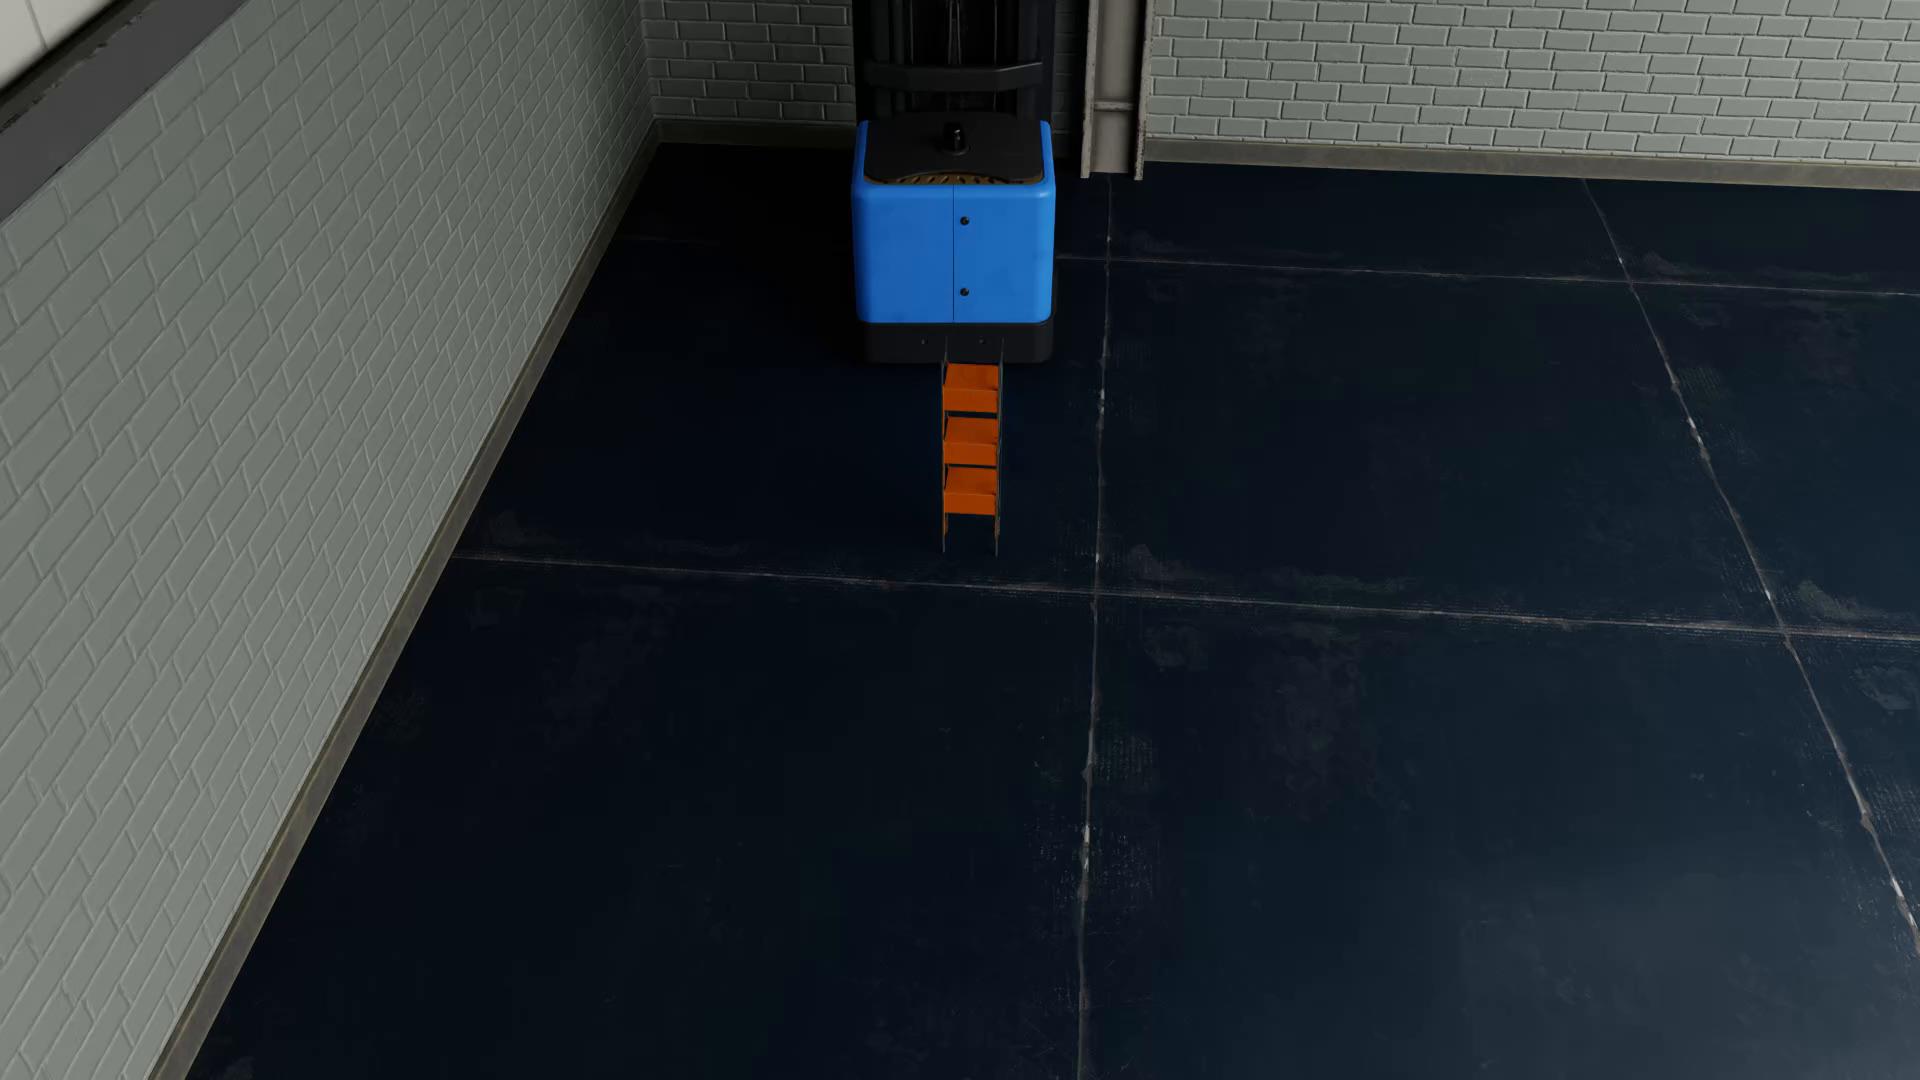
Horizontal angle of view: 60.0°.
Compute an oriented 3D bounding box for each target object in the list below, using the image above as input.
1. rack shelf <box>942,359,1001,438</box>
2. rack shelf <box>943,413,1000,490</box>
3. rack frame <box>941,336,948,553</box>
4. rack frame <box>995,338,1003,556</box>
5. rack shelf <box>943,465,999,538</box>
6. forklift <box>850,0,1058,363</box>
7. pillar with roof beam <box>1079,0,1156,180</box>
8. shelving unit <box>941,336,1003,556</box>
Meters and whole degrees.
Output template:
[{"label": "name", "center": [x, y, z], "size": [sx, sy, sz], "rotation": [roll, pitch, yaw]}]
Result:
[{"label": "rack shelf", "center": [0.053, -0.616, 7.243], "size": [0.240, 0.259, 0.215], "rotation": [3, 39, 4]}, {"label": "rack shelf", "center": [0.053, -0.396, 7.422], "size": [0.240, 0.259, 0.215], "rotation": [3, 39, 4]}, {"label": "rack frame", "center": [-0.068, -0.411, 7.423], "size": [0.008, 1.050, 0.200], "rotation": [3, 39, 4]}, {"label": "rack frame", "center": [0.175, -0.398, 7.407], "size": [0.008, 1.050, 0.200], "rotation": [3, 39, 4]}, {"label": "rack shelf", "center": [0.053, -0.180, 7.597], "size": [0.240, 0.259, 0.215], "rotation": [3, 39, 4]}, {"label": "forklift", "center": [-0.033, -2.971, 9.078], "size": [1.130, 2.935, 3.031], "rotation": [0, 39, 0]}, {"label": "pillar with roof beam", "center": [0.601, -3.174, 4.522], "size": [0.400, 9.000, 9.100], "rotation": [3, 39, 4]}, {"label": "shelving unit", "center": [0.053, -0.404, 7.415], "size": [0.252, 1.050, 0.215], "rotation": [3, 39, 4]}]
